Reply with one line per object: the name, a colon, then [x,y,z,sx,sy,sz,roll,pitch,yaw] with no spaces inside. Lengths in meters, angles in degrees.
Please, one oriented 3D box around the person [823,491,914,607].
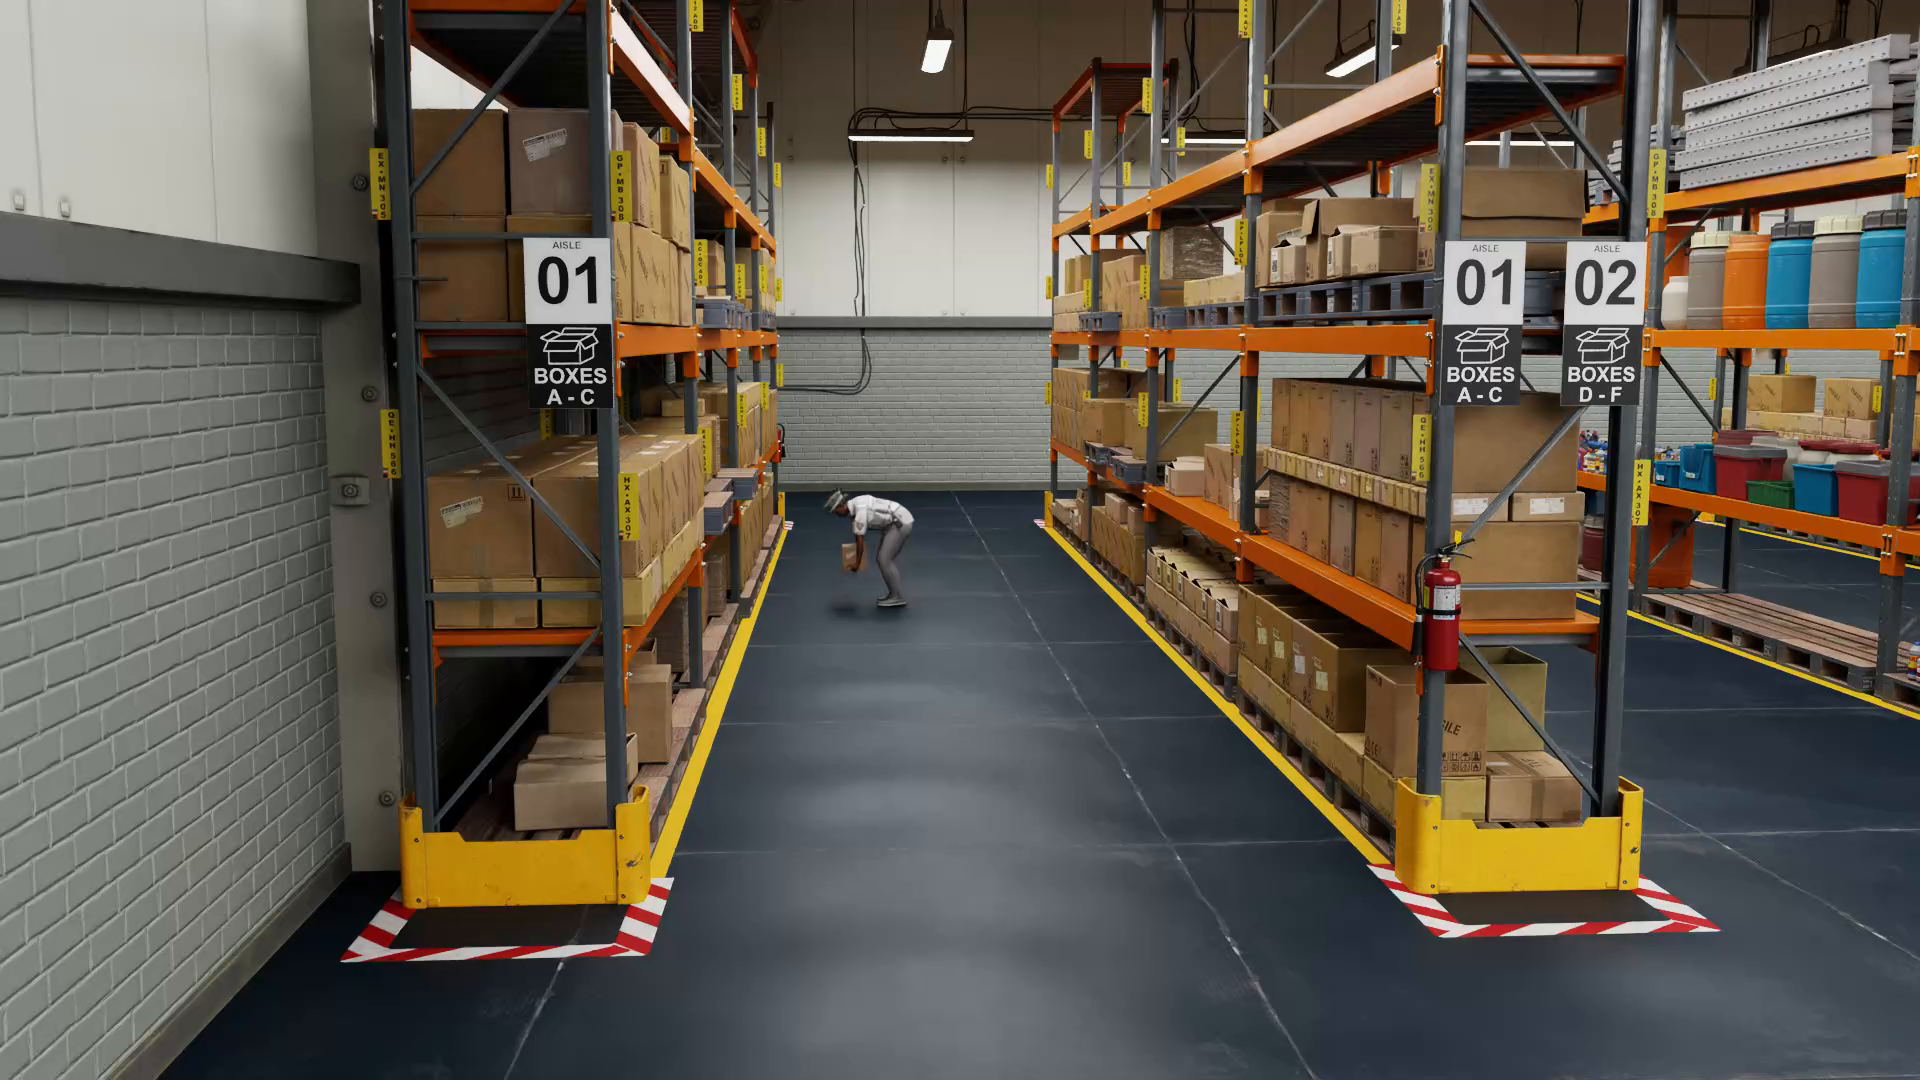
person: [-0.936,0.081,17.071,0.931,1.188,0.419,-1,7,-5]
